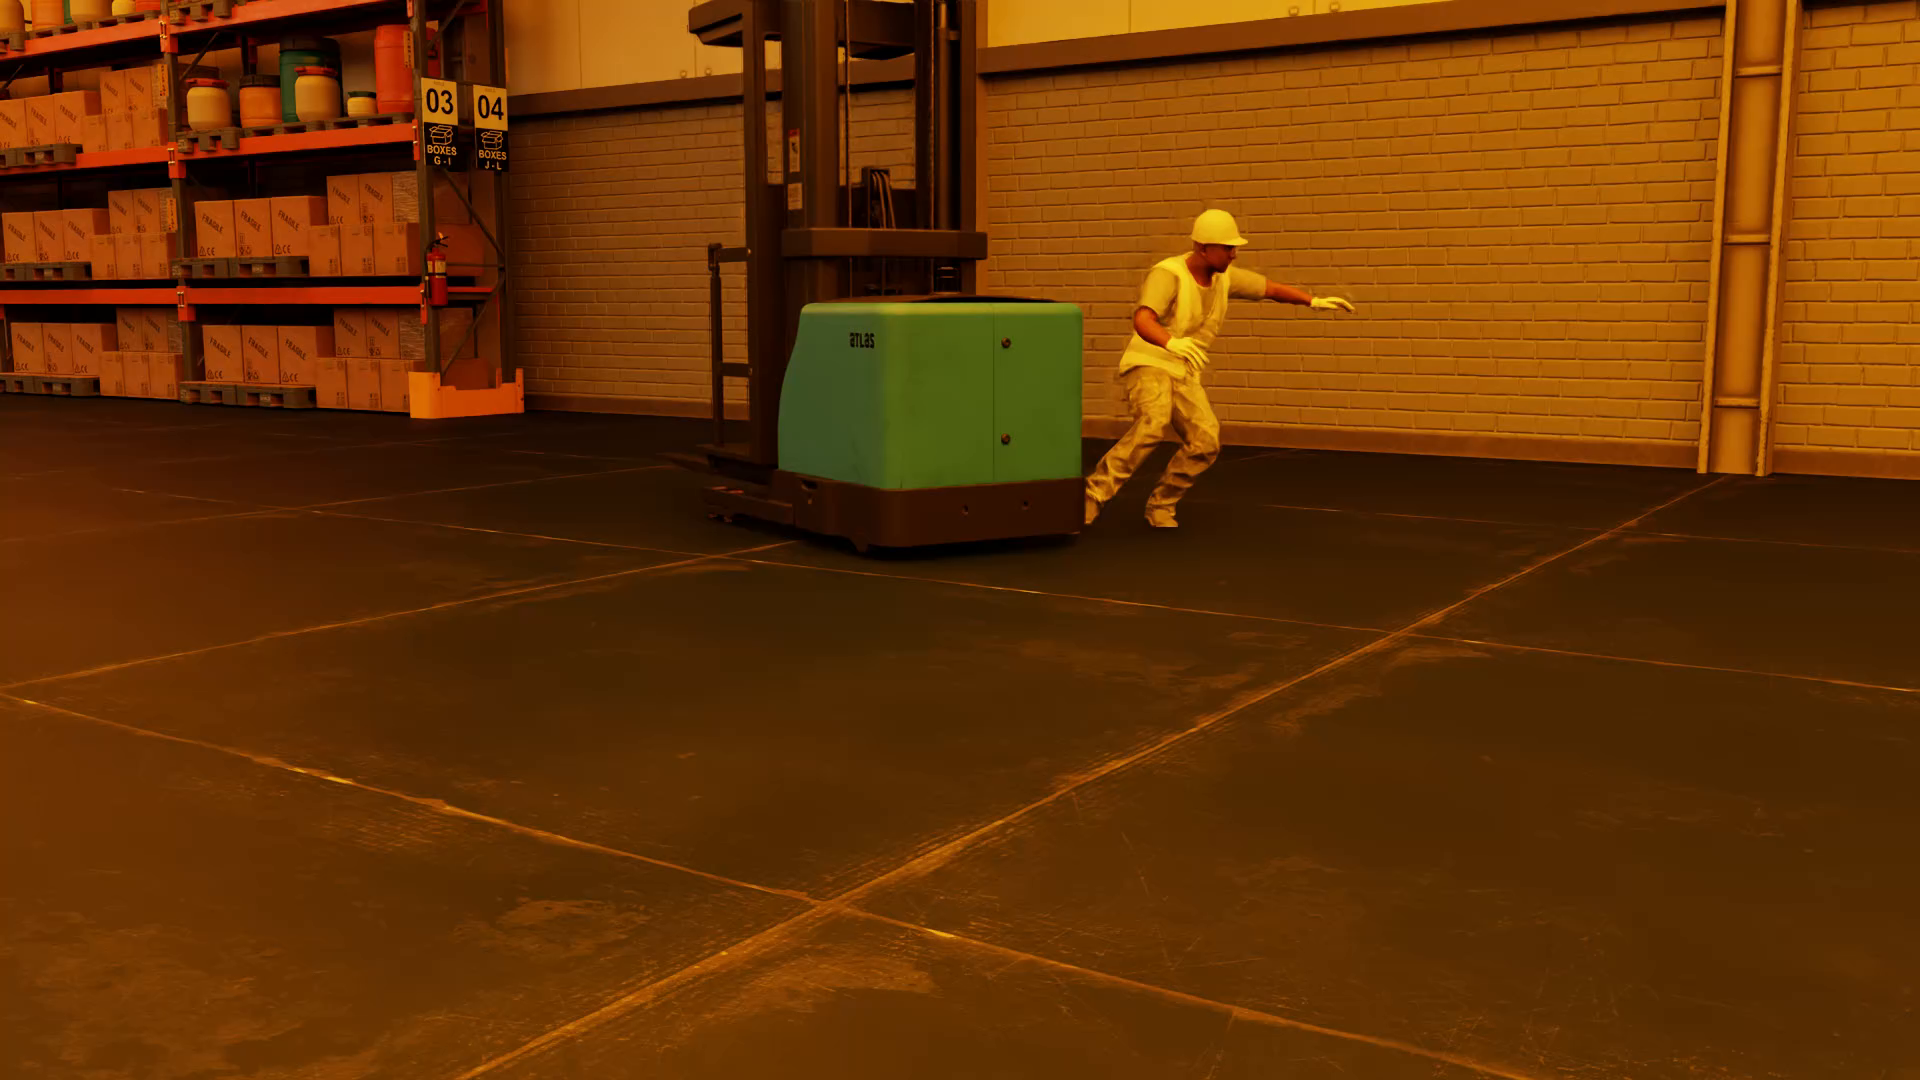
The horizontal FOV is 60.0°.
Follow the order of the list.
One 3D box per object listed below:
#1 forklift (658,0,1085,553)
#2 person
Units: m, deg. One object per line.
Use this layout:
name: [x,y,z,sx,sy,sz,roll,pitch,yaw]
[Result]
forklift: [-0.644,-1.564,8.188,1.130,2.935,3.031,-5,9,-31]
person: [1.085,-0.789,7.865,1.463,1.525,0.872,-7,11,-40]
